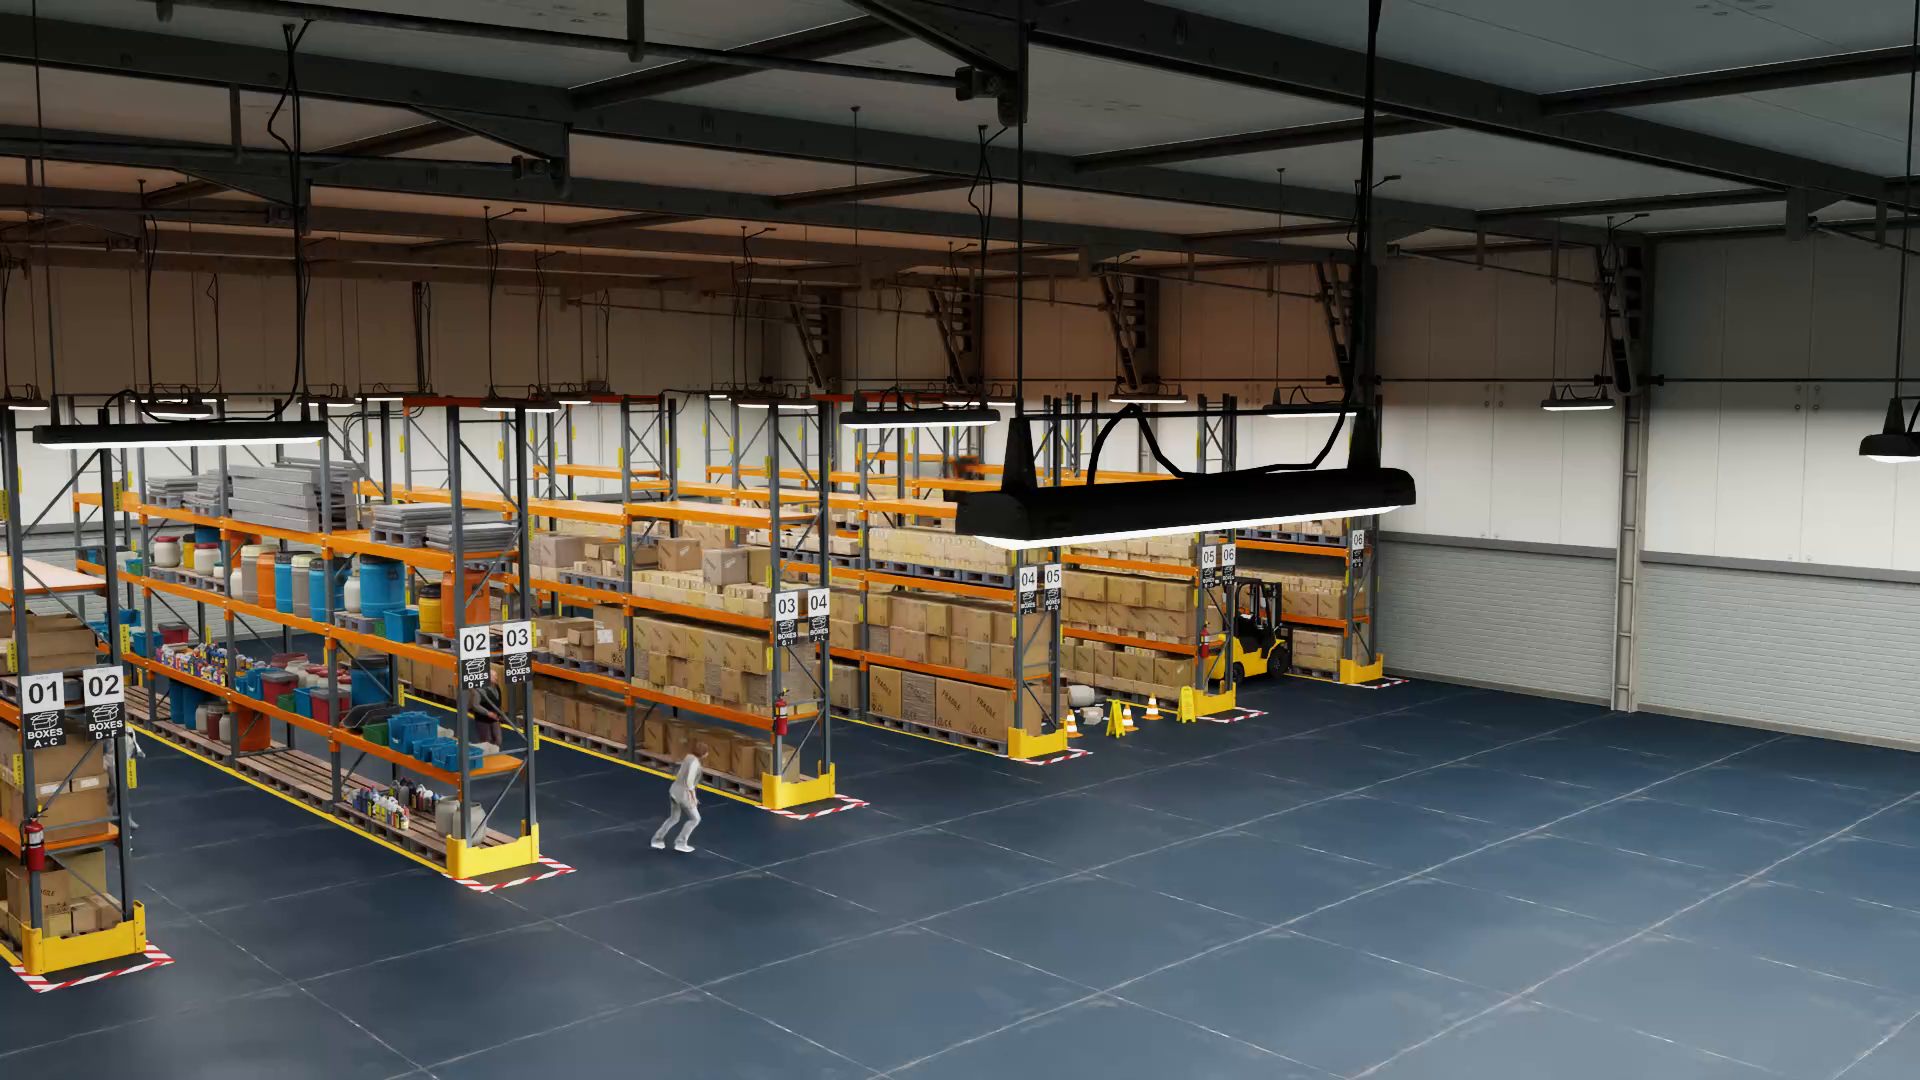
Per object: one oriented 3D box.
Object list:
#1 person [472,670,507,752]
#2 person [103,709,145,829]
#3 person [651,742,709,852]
[{"bbox_3d":[-7.670,2.917,26.849,0.757,1.673,0.654,3,6,28],"label":"person"},{"bbox_3d":[-11.976,3.216,23.627,0.897,1.686,0.590,3,6,29],"label":"person"},{"bbox_3d":[-3.727,3.445,22.229,0.740,1.484,0.576,-3,6,-28],"label":"person"}]
